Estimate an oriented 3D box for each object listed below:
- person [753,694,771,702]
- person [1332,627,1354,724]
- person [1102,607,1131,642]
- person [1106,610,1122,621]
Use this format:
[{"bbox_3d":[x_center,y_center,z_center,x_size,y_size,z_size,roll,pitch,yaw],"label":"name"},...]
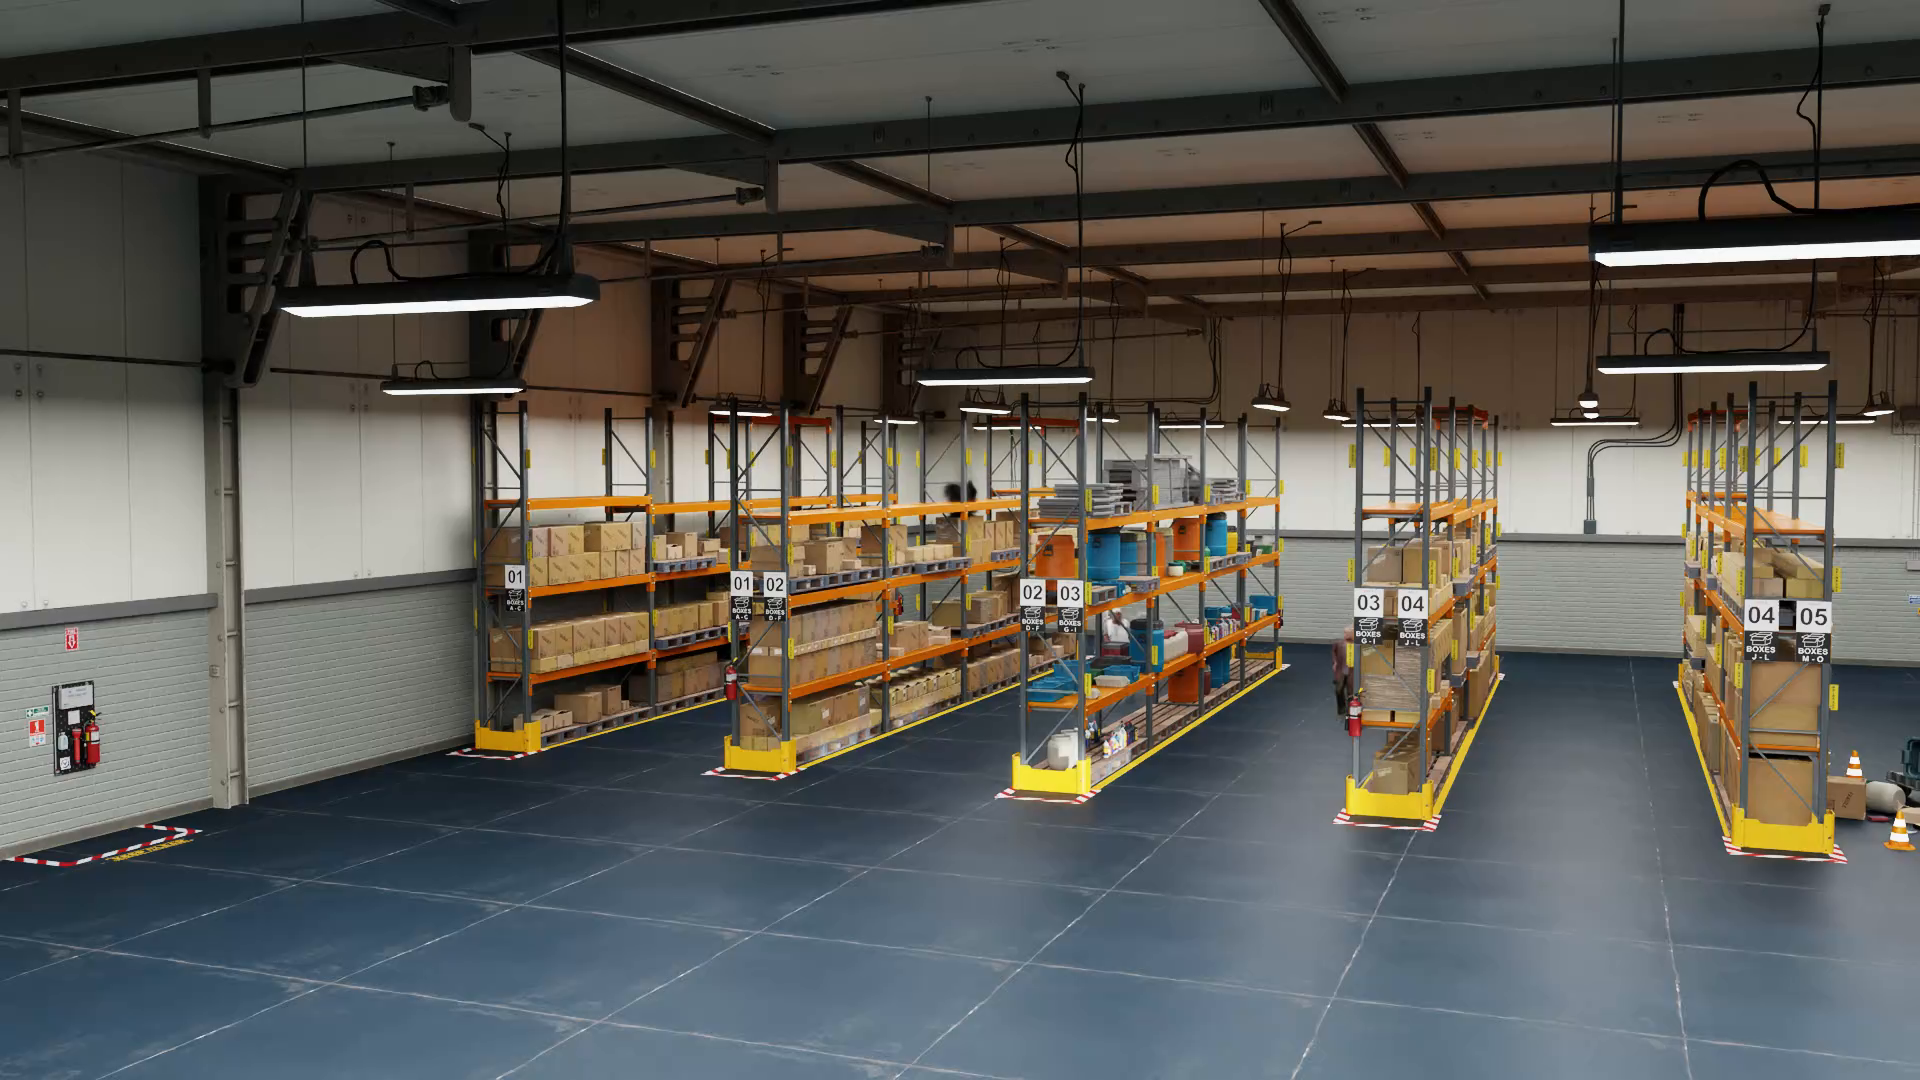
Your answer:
[{"bbox_3d":[-3.591,2.684,30.556,0.582,1.655,0.962,1,3,19],"label":"person"},{"bbox_3d":[7.360,2.576,31.639,0.682,1.841,0.801,1,3,24],"label":"person"},{"bbox_3d":[3.165,2.250,33.408,0.659,1.835,0.780,1,3,19],"label":"person"},{"bbox_3d":[3.899,2.187,41.597,0.534,1.537,0.610,-1,3,-19],"label":"person"}]
